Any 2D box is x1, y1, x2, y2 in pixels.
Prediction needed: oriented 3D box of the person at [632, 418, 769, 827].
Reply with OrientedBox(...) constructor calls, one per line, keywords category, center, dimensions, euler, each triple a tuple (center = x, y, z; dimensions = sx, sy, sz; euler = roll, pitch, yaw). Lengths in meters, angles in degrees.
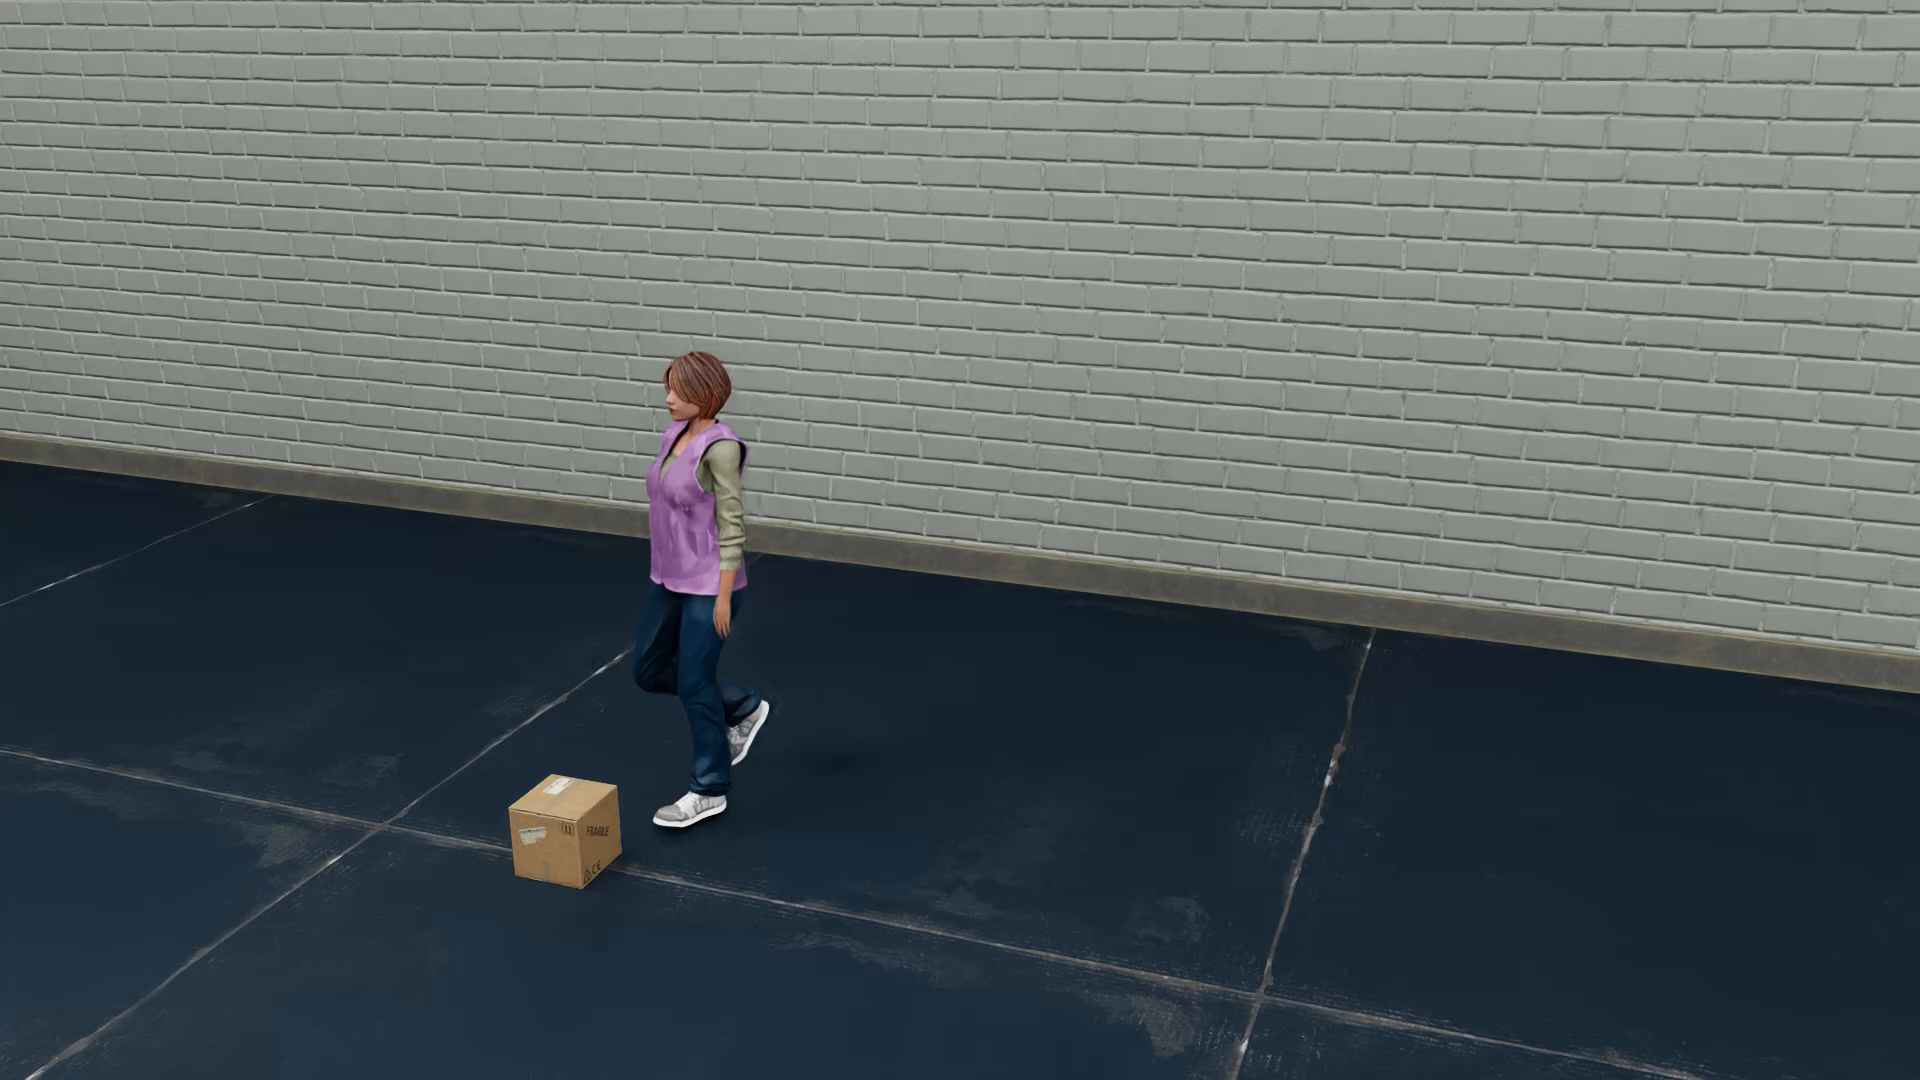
OrientedBox(category="person", center=(-6.039, -0.659, 5.517), dimensions=(8.693, 3.183, 6.763), euler=(-13, 23, -33))
